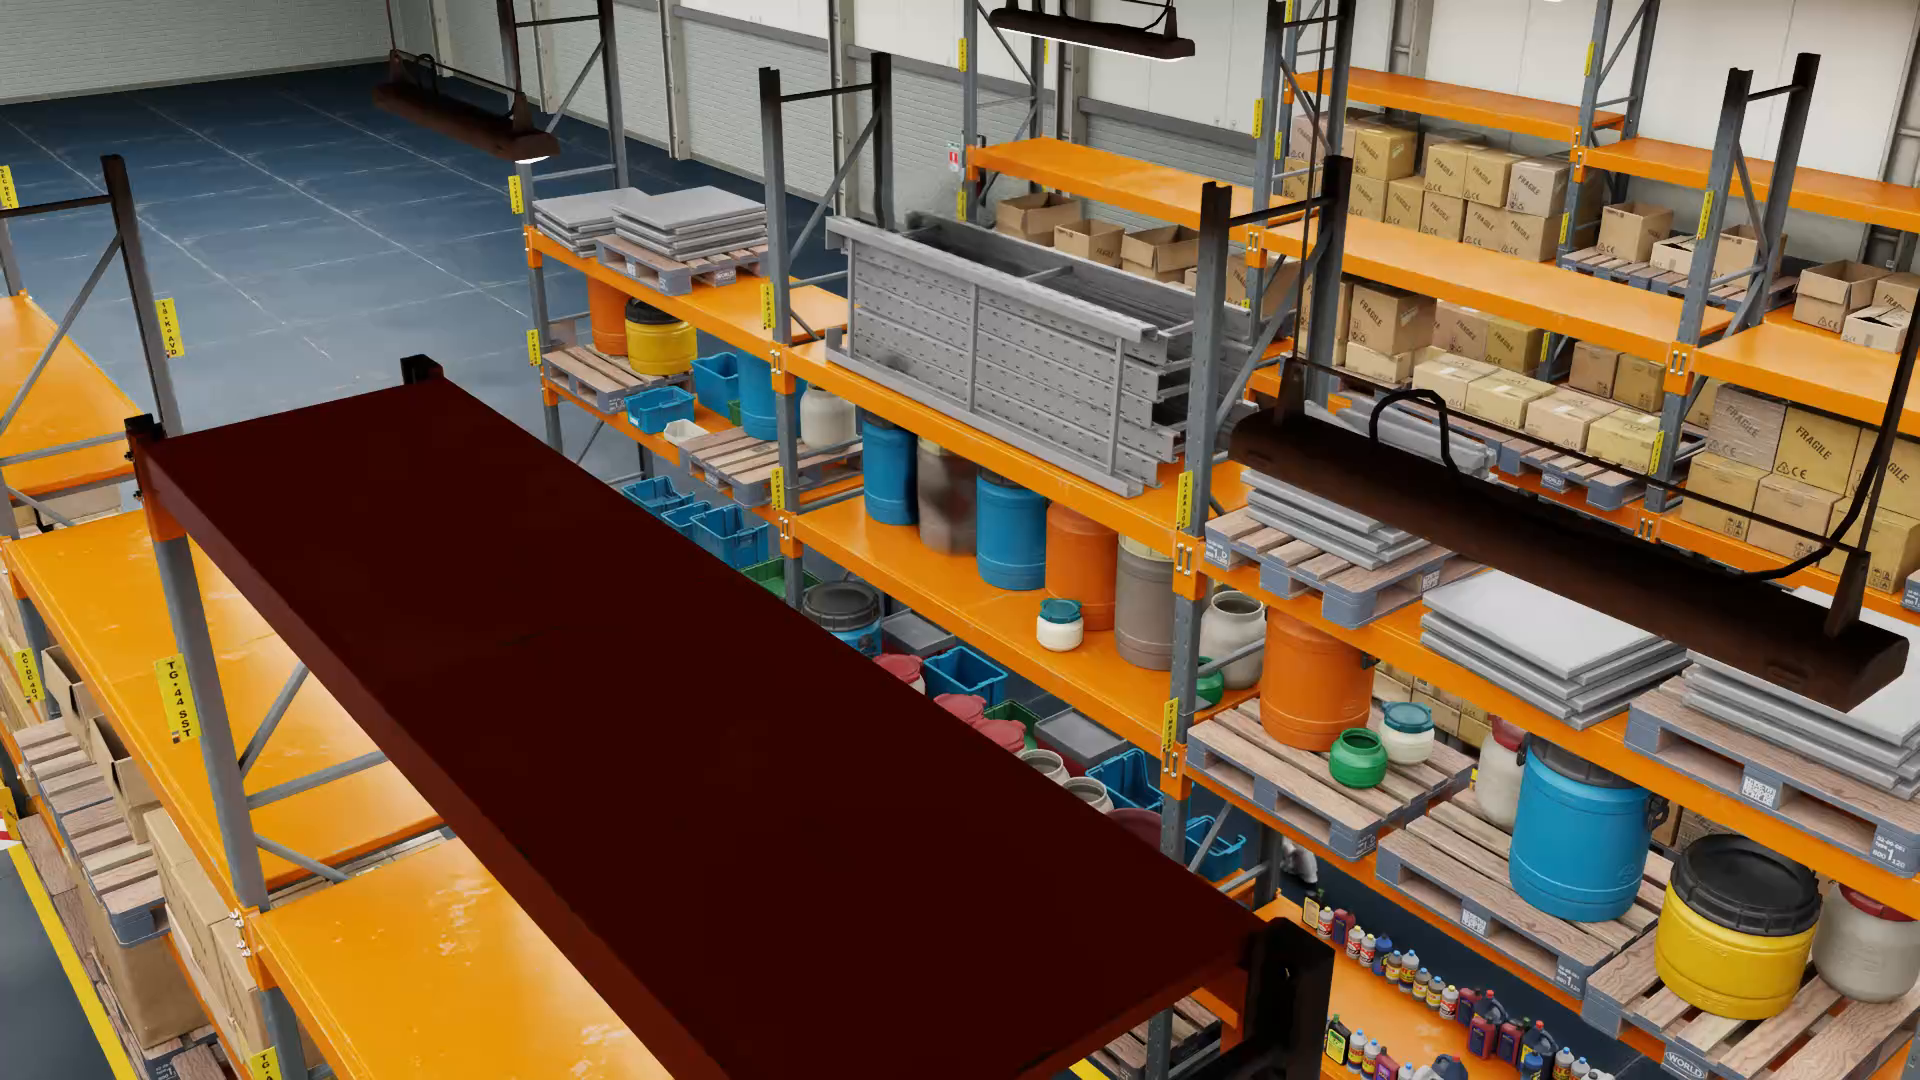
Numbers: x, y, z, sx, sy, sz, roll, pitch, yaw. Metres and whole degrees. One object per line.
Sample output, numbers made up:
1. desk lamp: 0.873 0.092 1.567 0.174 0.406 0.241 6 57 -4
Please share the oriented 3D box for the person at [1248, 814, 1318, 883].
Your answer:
1. person: 2.457 1.751 12.632 0.680 1.737 0.785 -21 33 -37
